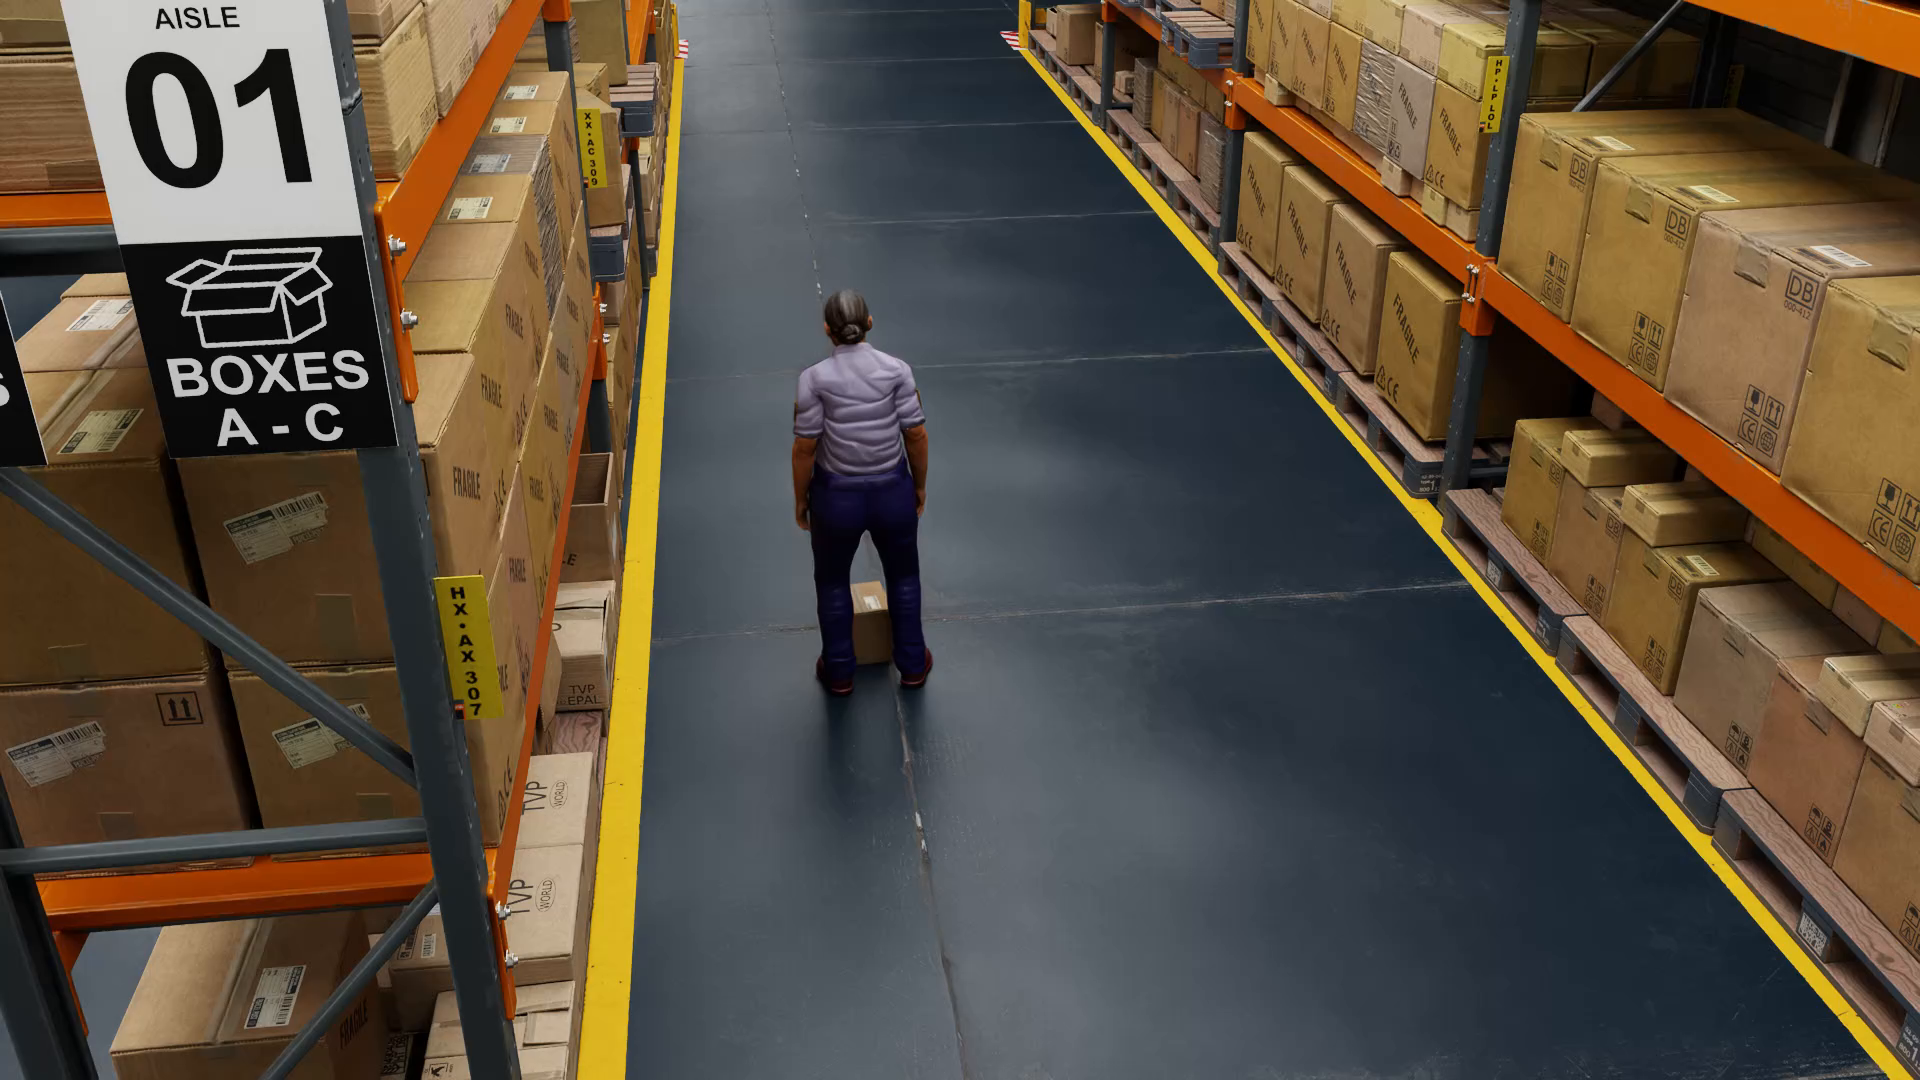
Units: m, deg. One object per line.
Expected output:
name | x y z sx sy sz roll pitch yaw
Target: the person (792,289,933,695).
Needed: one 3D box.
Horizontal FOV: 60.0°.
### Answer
person | -0.369 -0.160 6.438 0.557 1.650 0.372 -5 28 -10
